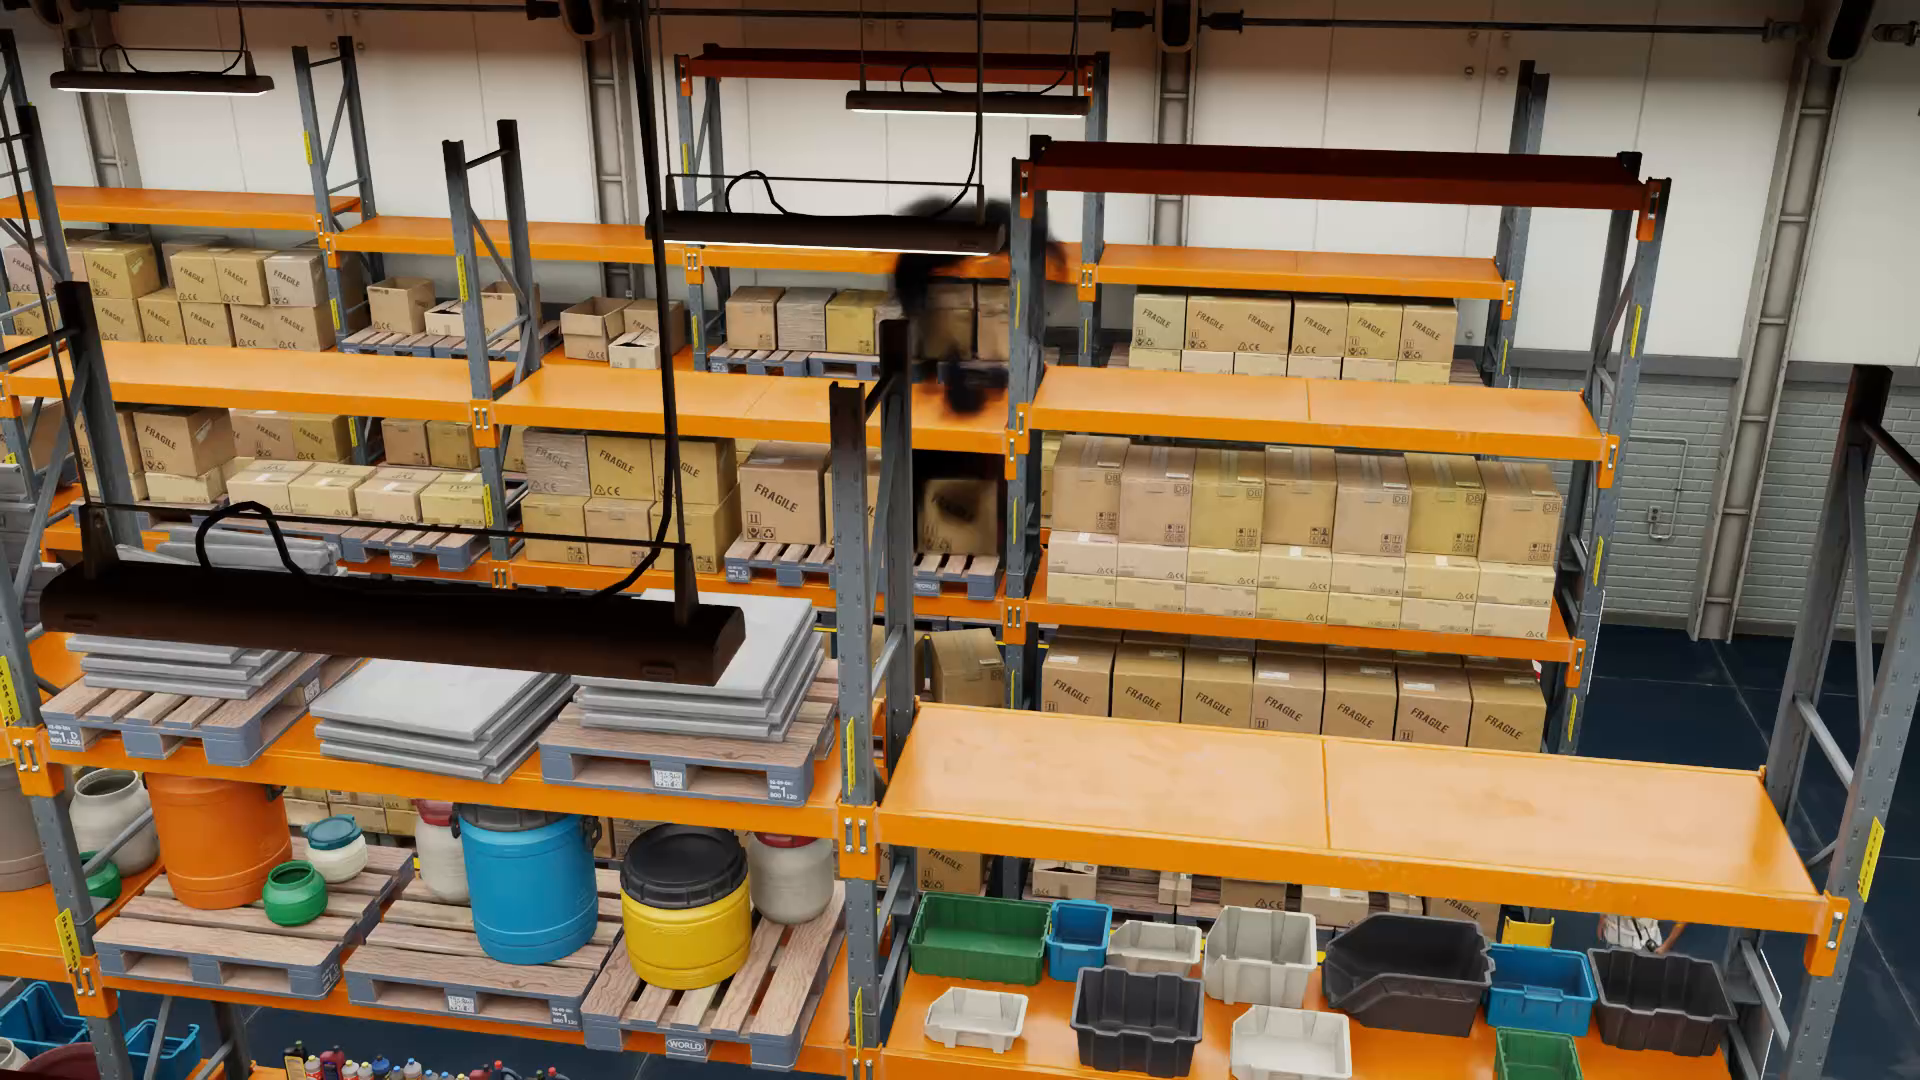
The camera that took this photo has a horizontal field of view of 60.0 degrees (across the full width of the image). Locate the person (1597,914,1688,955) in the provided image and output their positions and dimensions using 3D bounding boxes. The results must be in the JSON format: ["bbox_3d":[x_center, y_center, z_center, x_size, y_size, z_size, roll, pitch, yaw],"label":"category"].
[{"bbox_3d":[4.724,2.812,11.656,0.824,1.680,0.617,-12,26,-27],"label":"person"}]
